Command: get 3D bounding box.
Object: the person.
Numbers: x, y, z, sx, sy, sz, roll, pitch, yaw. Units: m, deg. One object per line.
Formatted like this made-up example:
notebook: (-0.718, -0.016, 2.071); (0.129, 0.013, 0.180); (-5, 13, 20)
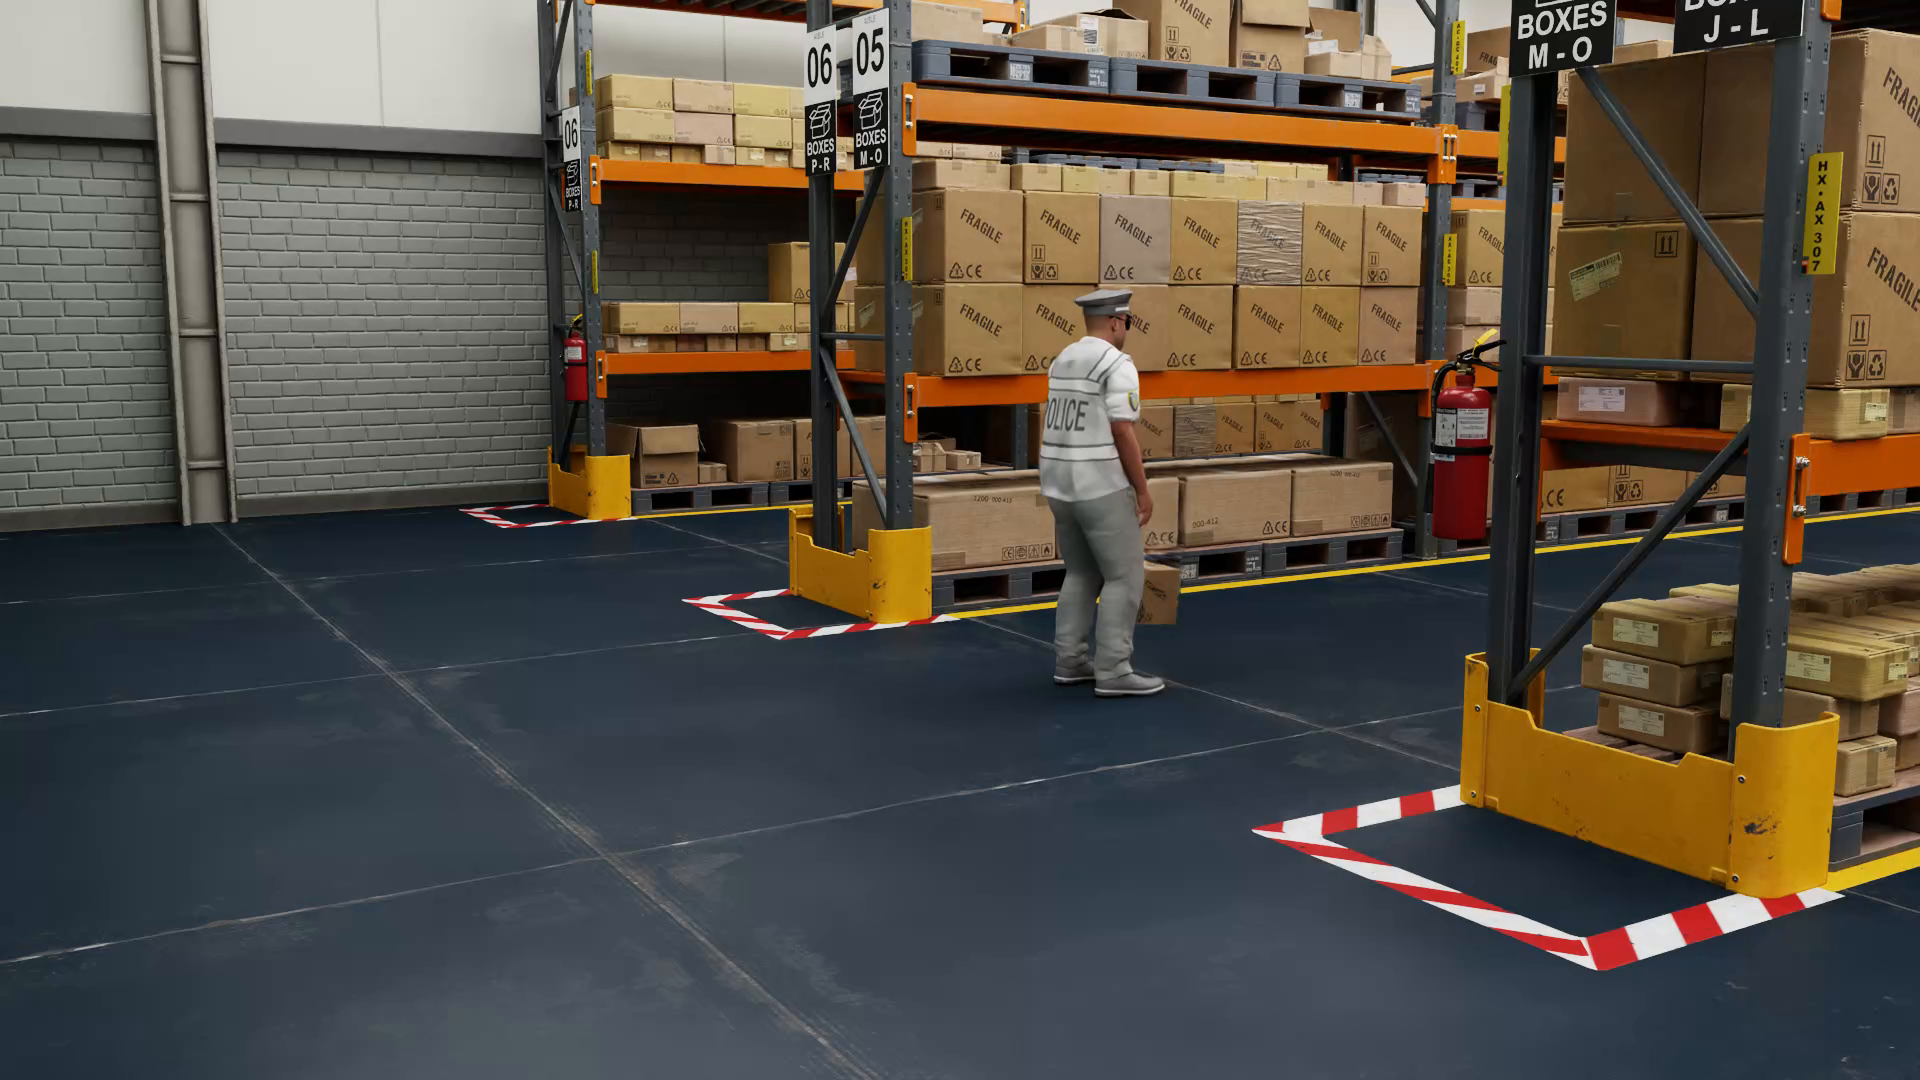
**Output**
person: (0.591, -0.213, 7.281); (0.434, 1.752, 0.566); (-5, 10, -33)
